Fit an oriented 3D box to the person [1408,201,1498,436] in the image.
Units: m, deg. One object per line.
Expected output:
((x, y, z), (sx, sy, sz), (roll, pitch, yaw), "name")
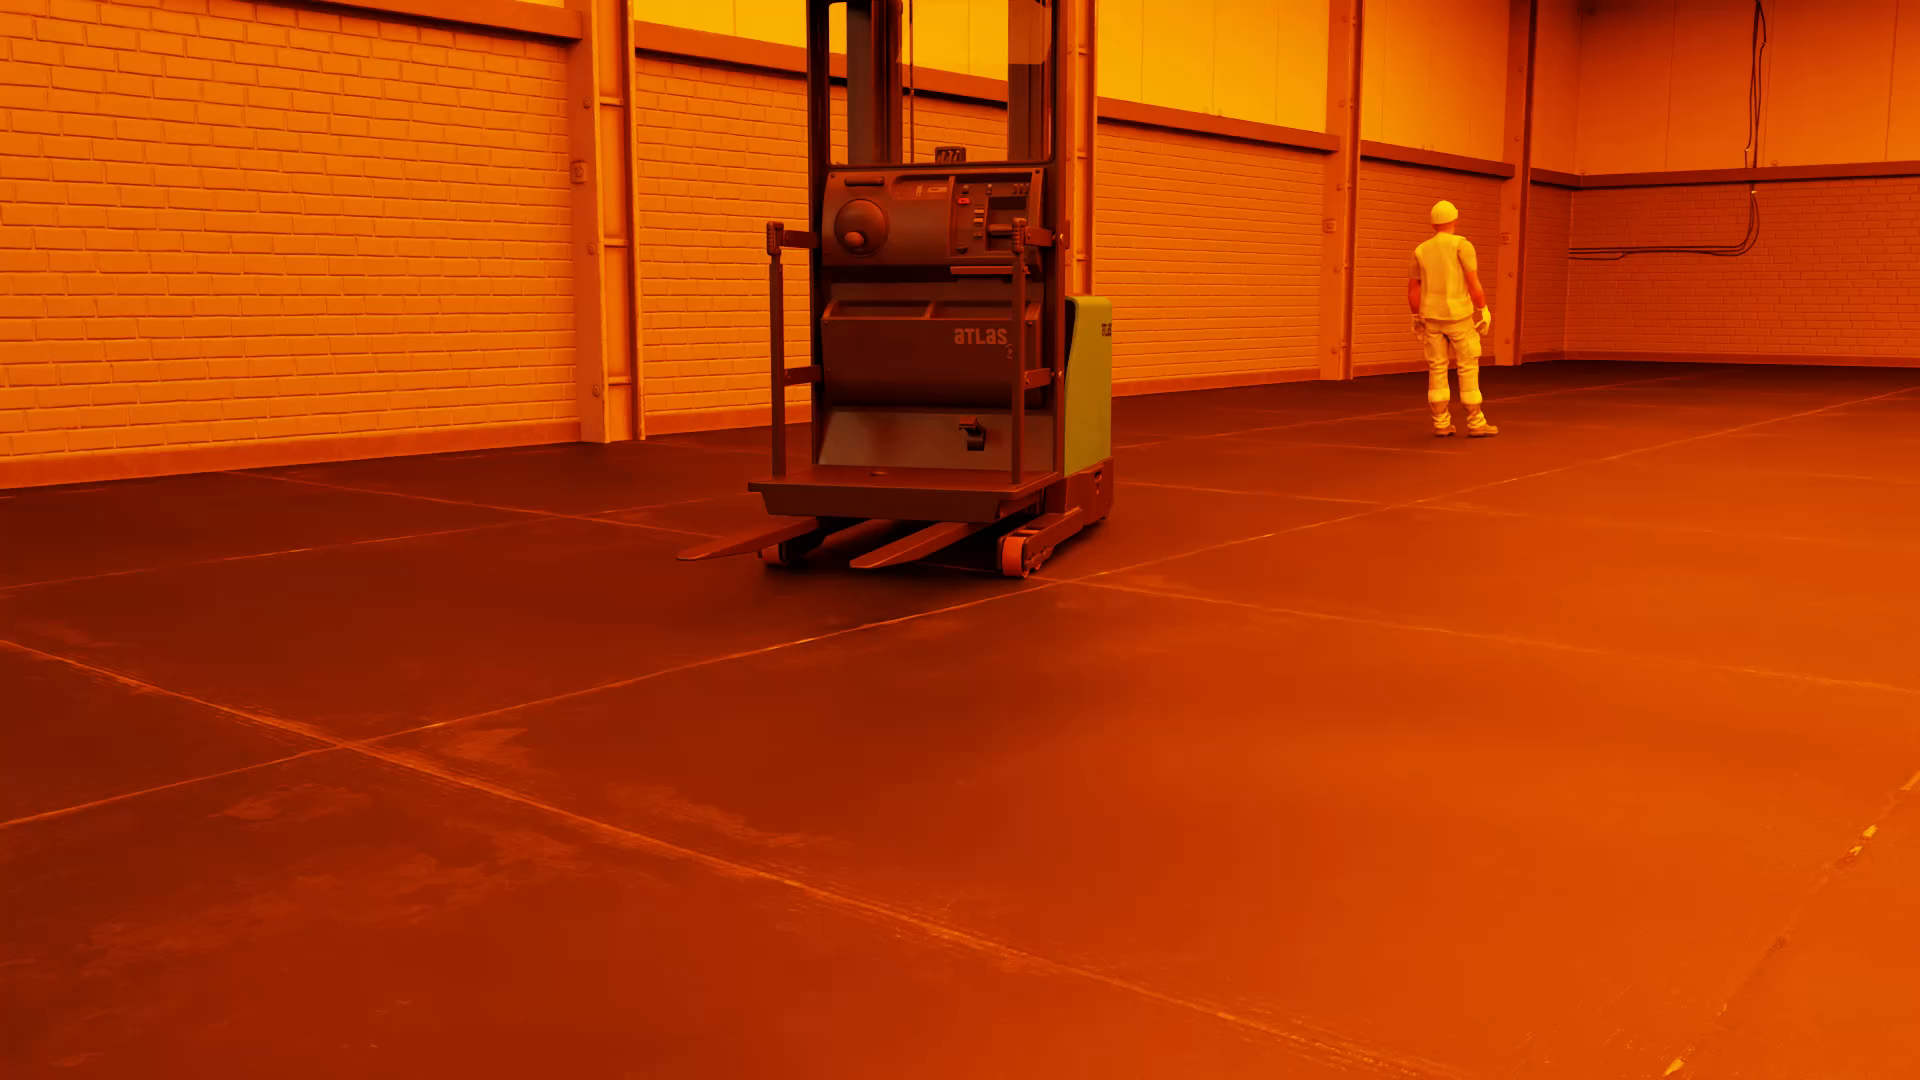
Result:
((3.803, -1.704, 12.824), (0.638, 1.787, 0.564), (8, 11, 43), "person")

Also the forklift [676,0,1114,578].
((-0.176, -1.366, 6.616), (1.130, 2.935, 3.031), (3, 9, 17), "forklift")
